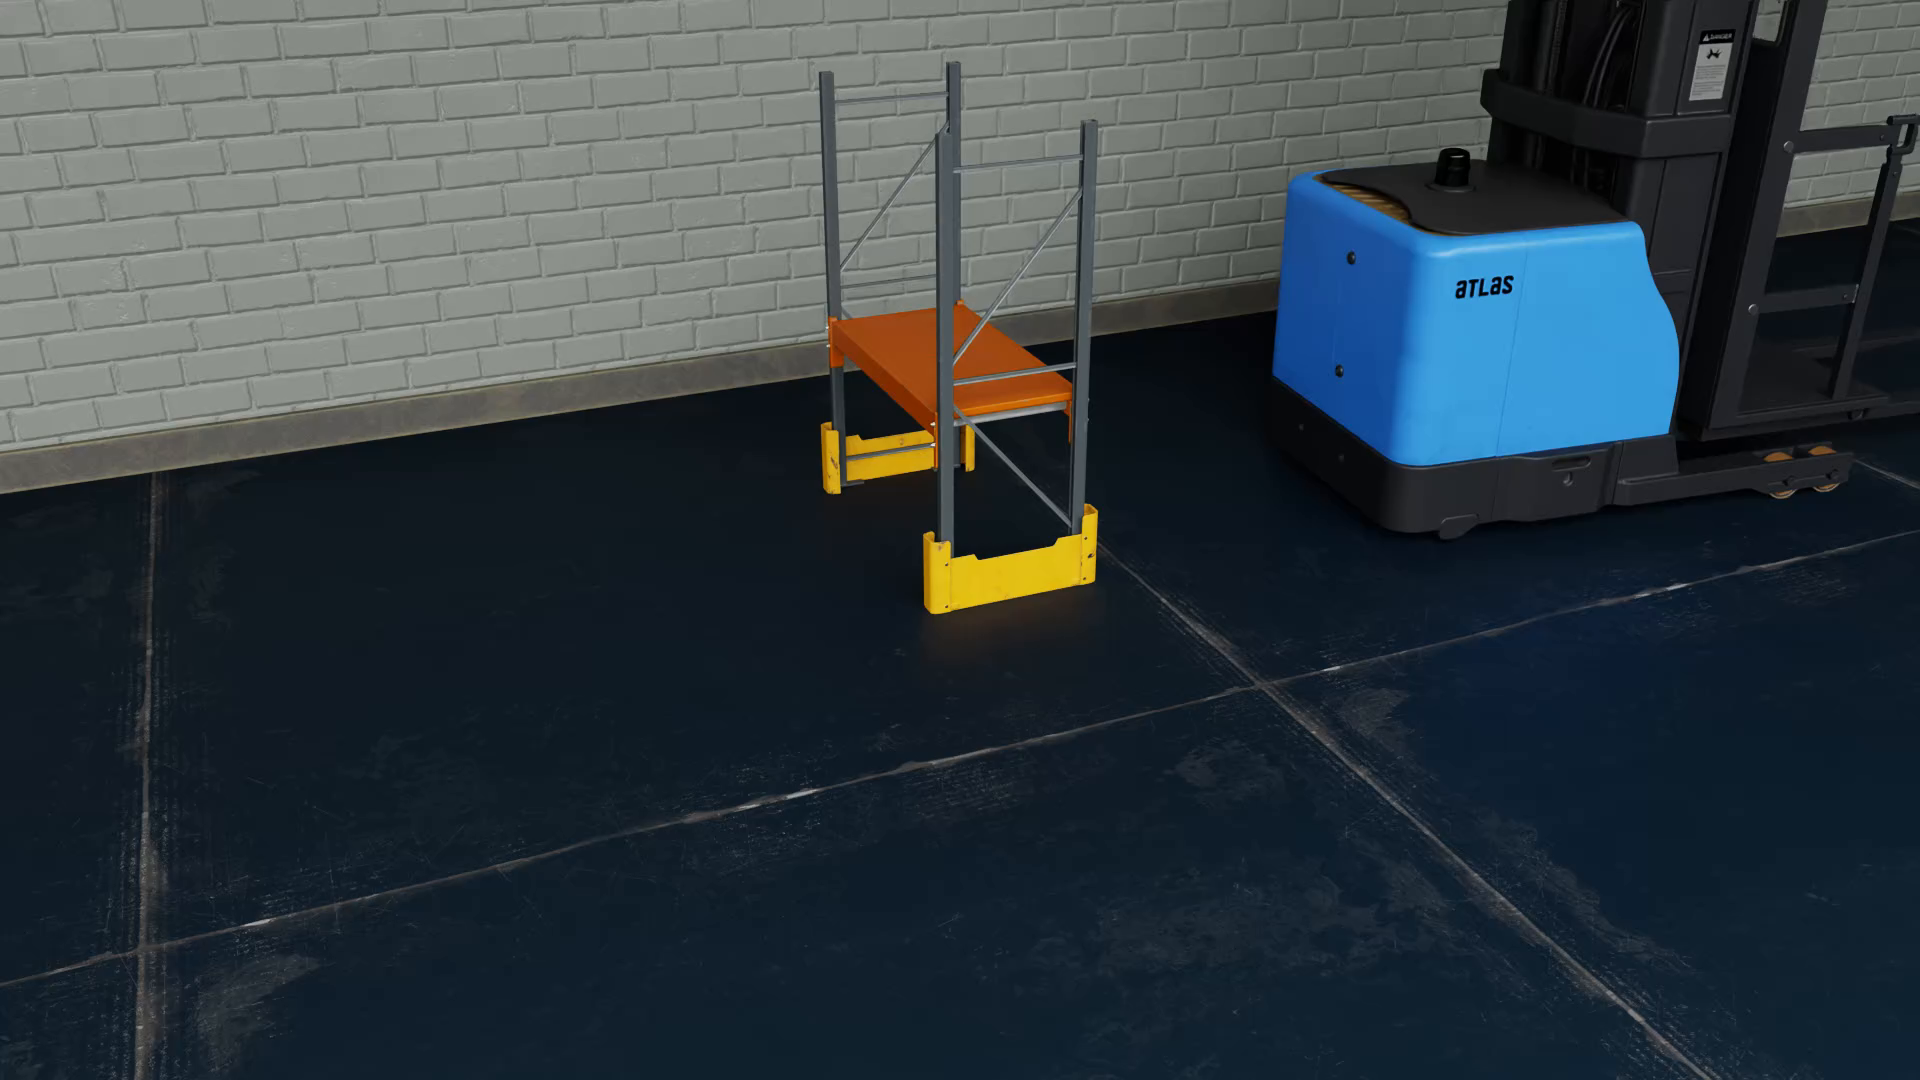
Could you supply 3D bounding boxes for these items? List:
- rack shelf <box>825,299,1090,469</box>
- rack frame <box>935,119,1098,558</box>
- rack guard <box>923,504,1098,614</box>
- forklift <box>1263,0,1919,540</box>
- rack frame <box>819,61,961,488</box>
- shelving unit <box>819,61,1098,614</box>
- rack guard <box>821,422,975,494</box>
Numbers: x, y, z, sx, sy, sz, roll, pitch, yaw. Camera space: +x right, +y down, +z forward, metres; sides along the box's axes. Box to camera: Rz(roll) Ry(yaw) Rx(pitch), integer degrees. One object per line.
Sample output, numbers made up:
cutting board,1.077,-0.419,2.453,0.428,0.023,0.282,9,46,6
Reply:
rack shelf,-0.033,-0.547,5.570,0.538,0.185,1.000,-11,28,-21
rack frame,0.166,-0.503,5.071,0.500,1.500,0.032,-11,28,-21
rack guard,0.165,0.058,5.346,0.587,0.250,0.087,-11,28,-21
forklift,2.750,-1.680,5.850,3.031,2.935,1.130,-8,27,-15
rack frame,-0.232,-0.914,5.912,0.500,1.500,0.032,-11,28,-21
shelving unit,-0.030,-0.705,5.484,0.587,1.500,1.083,-11,28,-21
rack guard,-0.225,-0.344,6.170,0.587,0.250,0.087,-11,28,-21
